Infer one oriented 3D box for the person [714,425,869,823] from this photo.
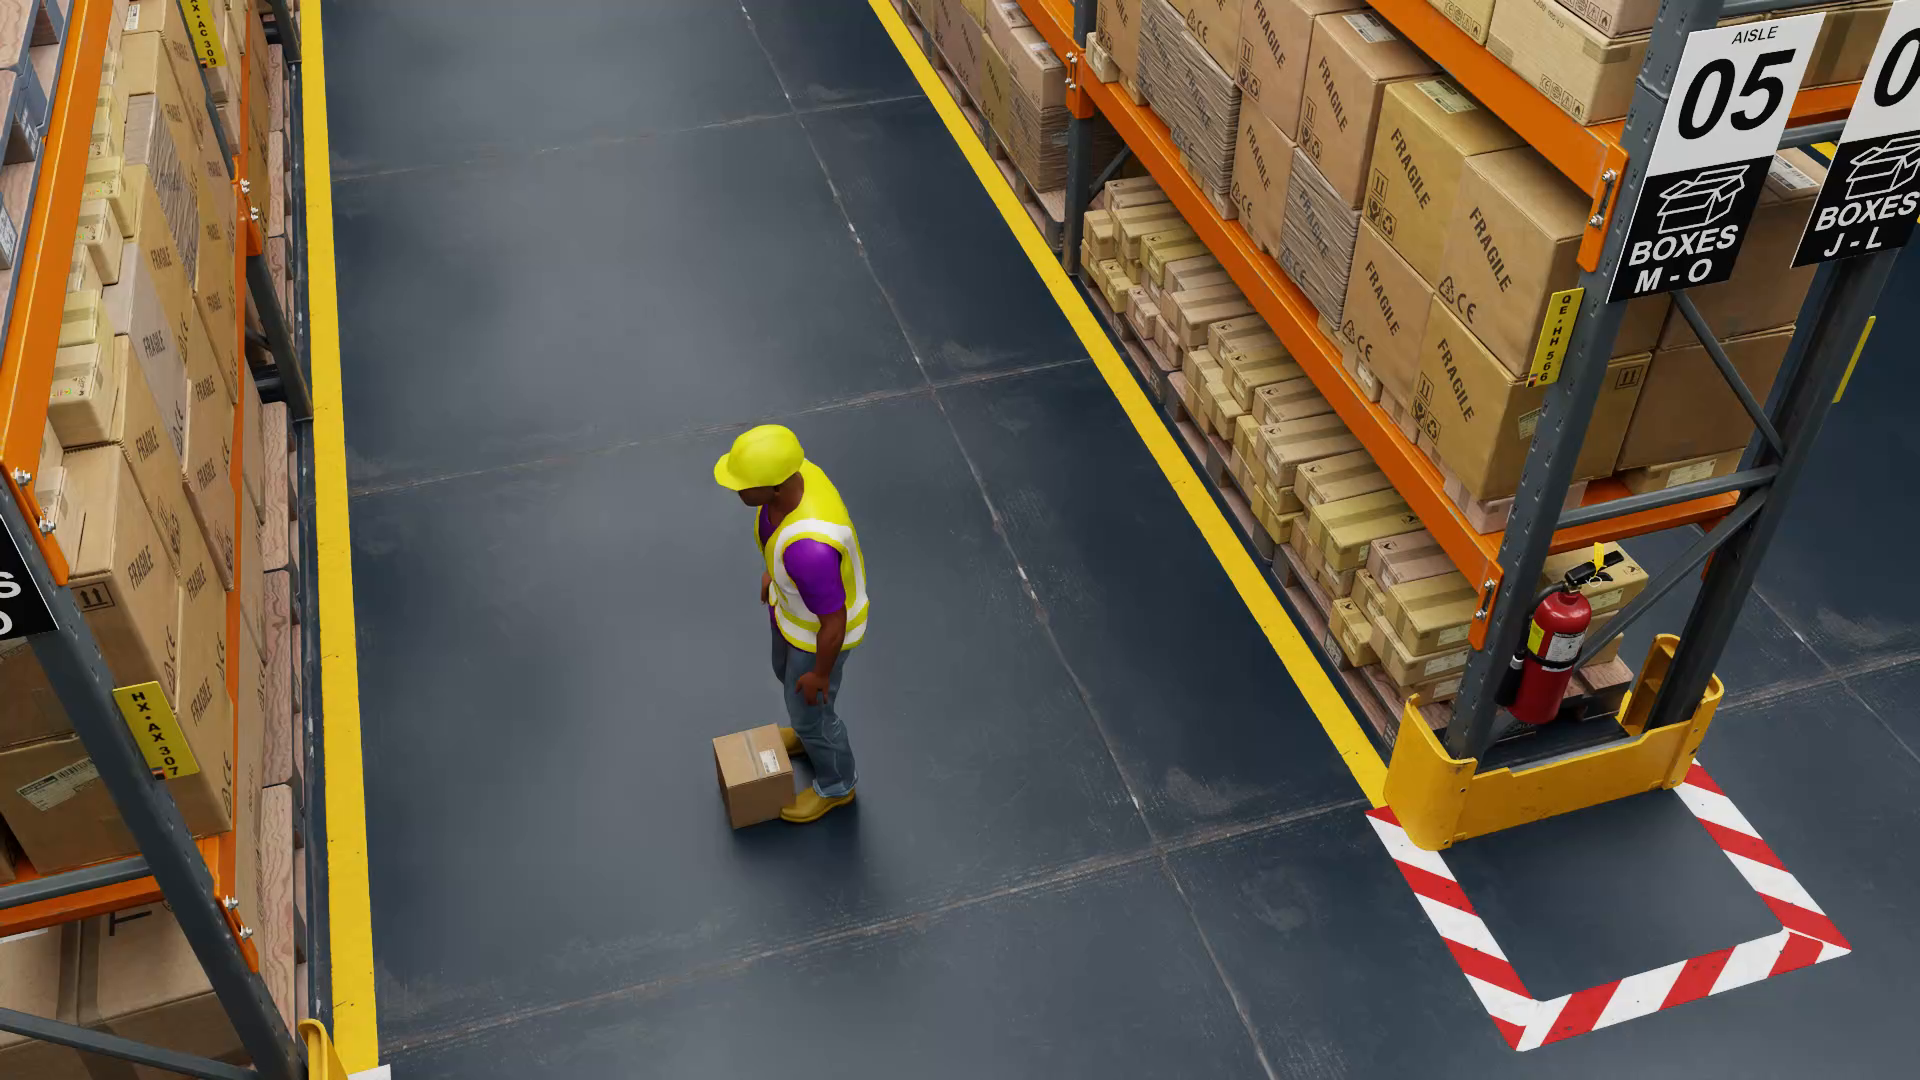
[{"bbox_3d":[-0.565,0.281,5.835,0.463,1.760,0.634,-13,43,-14],"label":"person"}]
